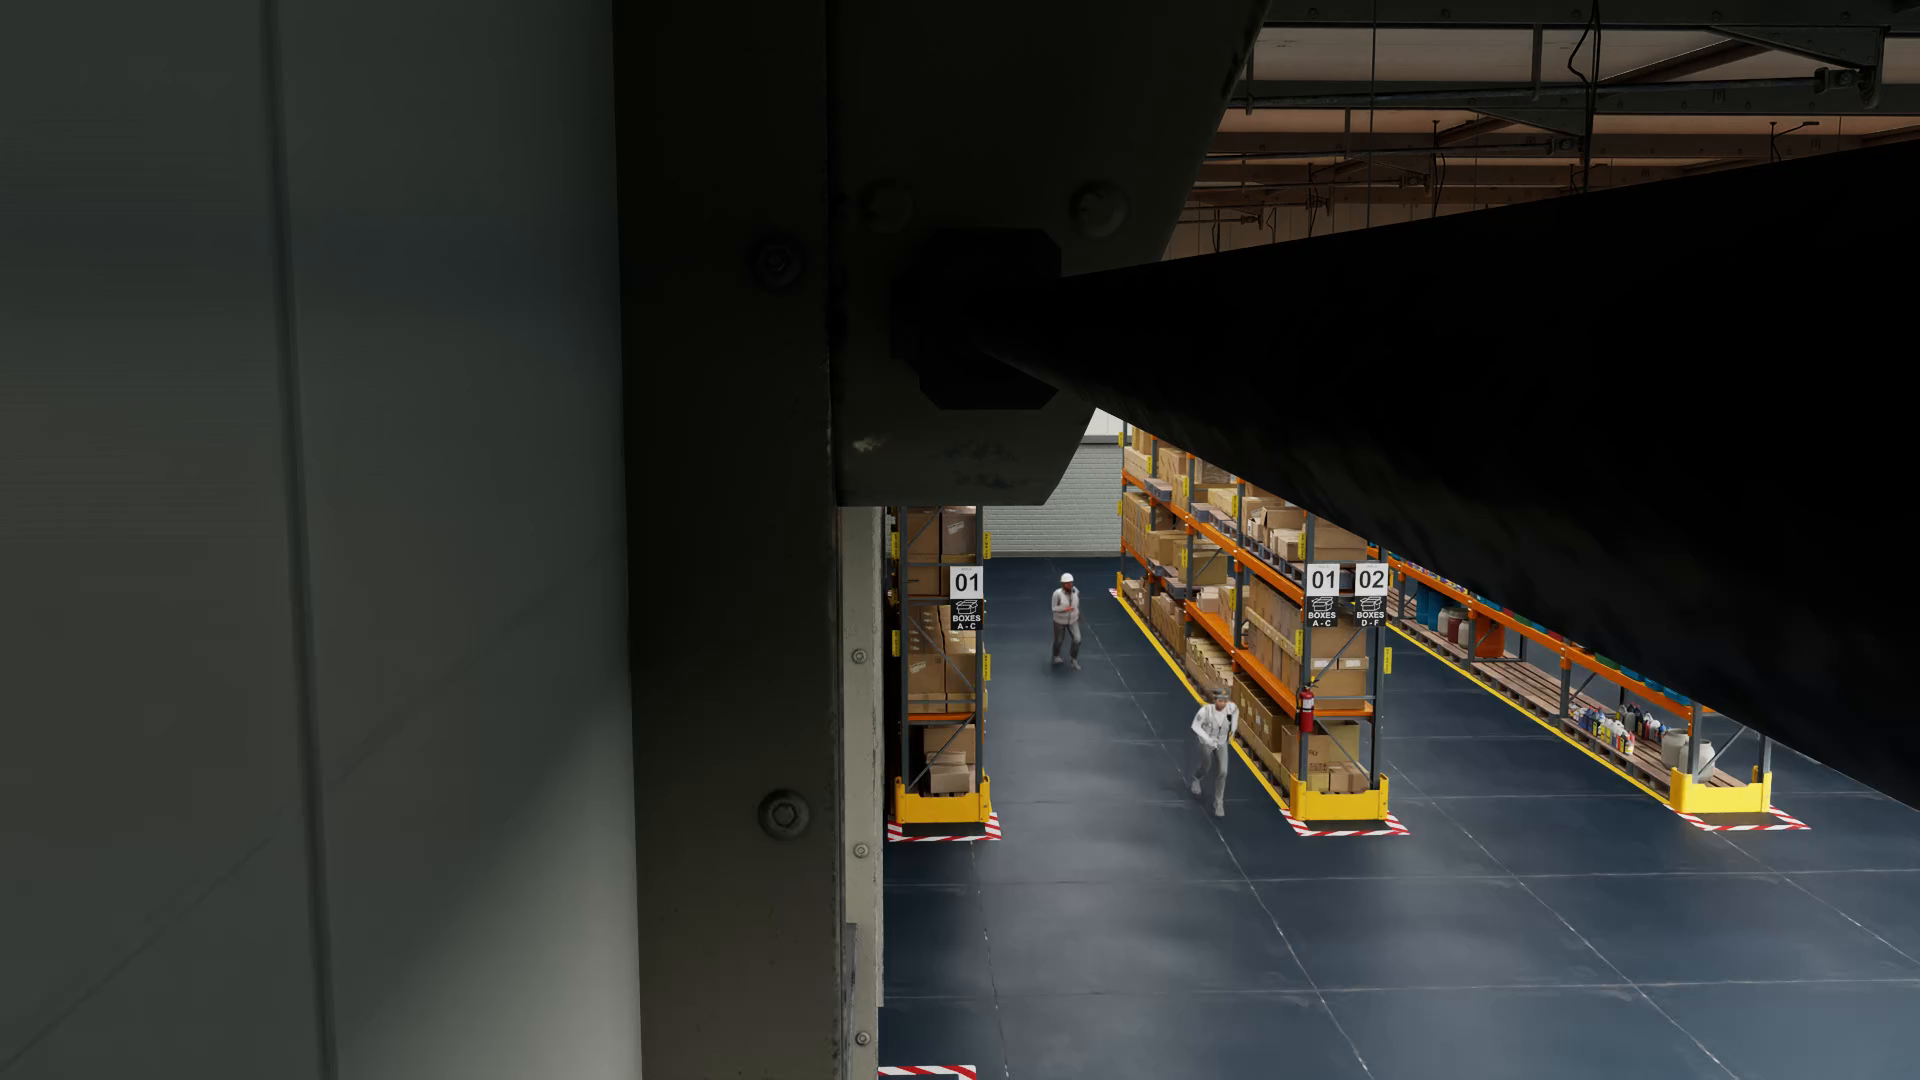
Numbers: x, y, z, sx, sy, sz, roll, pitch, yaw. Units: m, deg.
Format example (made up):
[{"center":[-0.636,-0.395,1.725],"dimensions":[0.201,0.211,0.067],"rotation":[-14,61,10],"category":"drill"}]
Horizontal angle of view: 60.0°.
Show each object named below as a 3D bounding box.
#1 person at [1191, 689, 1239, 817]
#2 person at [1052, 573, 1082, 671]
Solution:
[{"center":[3.192,2.604,21.096],"dimensions":[0.659,1.640,0.983],"rotation":[-2,8,-16],"category":"person"},{"center":[1.834,1.406,28.979],"dimensions":[0.589,1.724,0.962],"rotation":[-2,8,-15],"category":"person"}]
